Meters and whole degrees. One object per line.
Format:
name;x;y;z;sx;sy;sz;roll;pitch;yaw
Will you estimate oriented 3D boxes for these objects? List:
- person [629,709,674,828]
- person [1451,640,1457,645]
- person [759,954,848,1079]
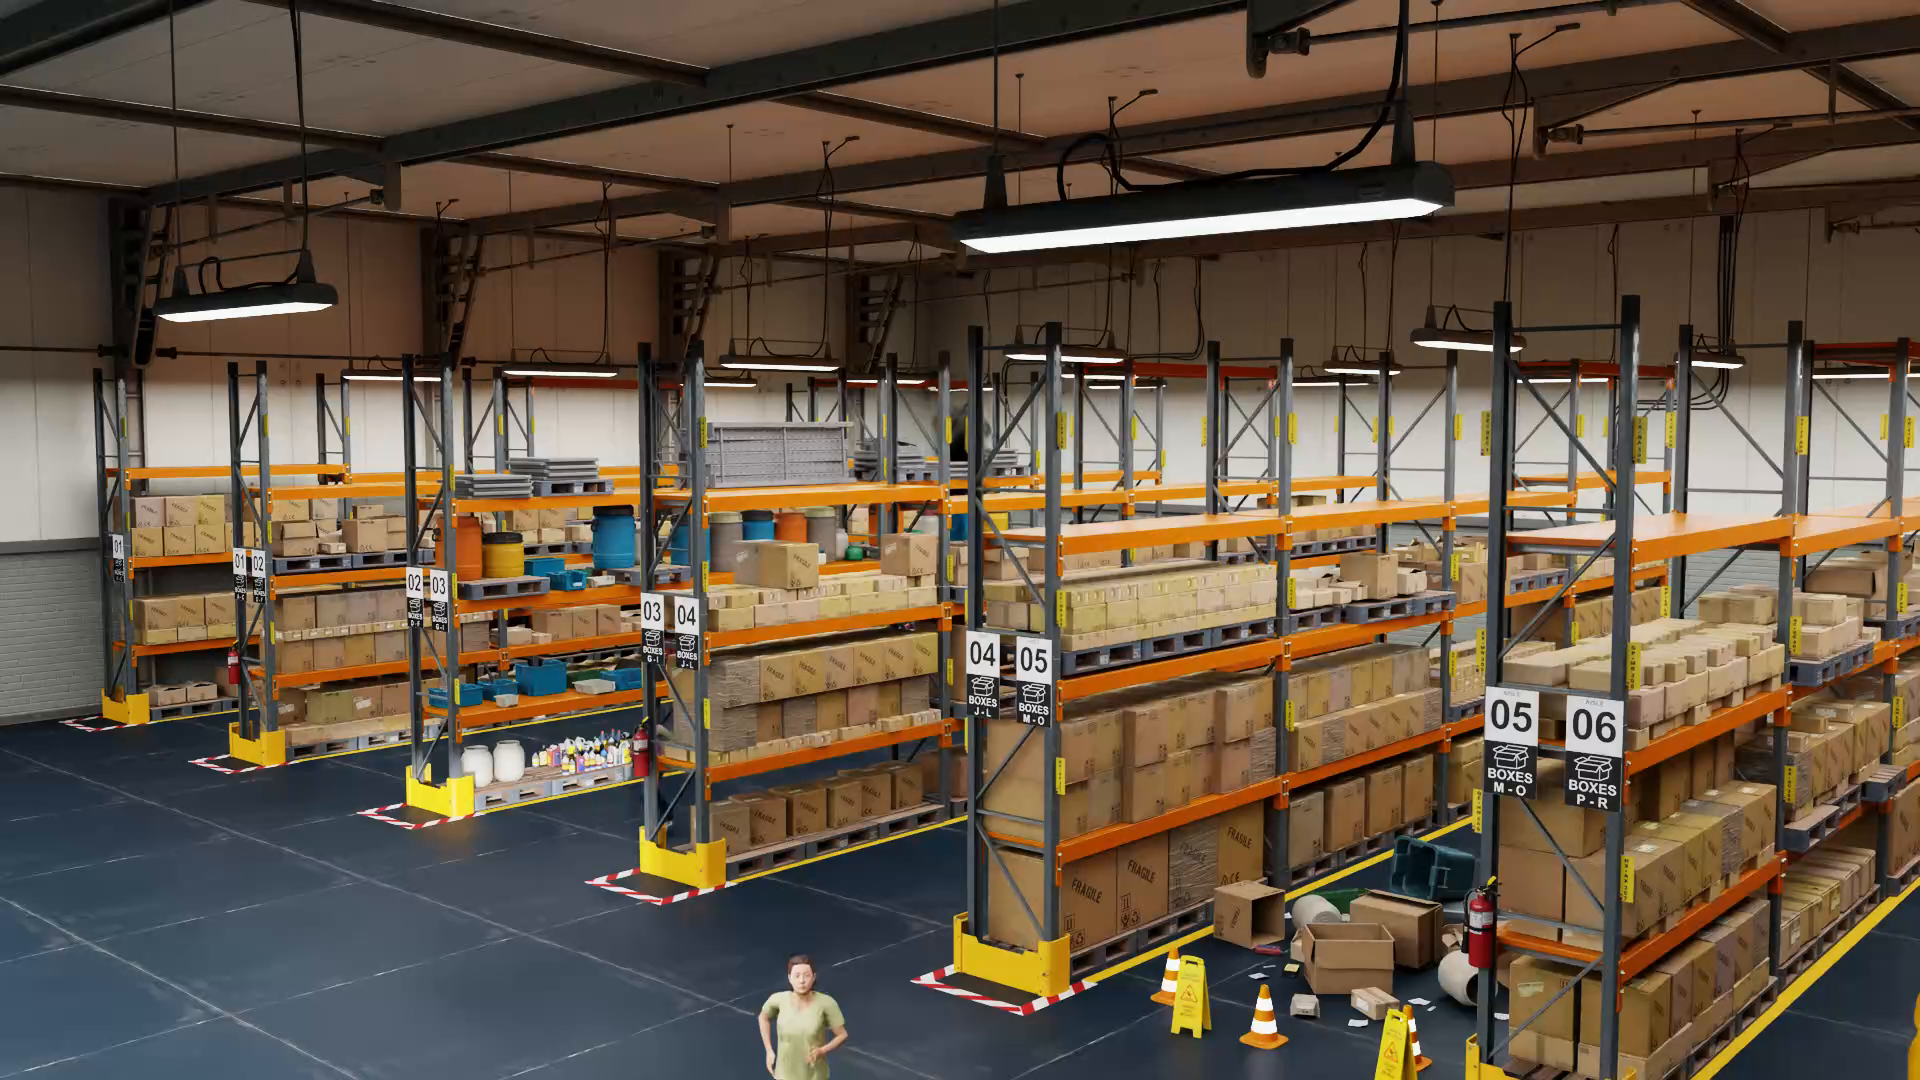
person;-3.794;2.858;20.475;0.541;1.643;0.678;4;6;43
person;7.727;2.404;26.287;0.673;1.724;0.636;-4;6;-41
person;-1.019;3.529;10.817;0.583;1.699;0.789;0;4;-5
